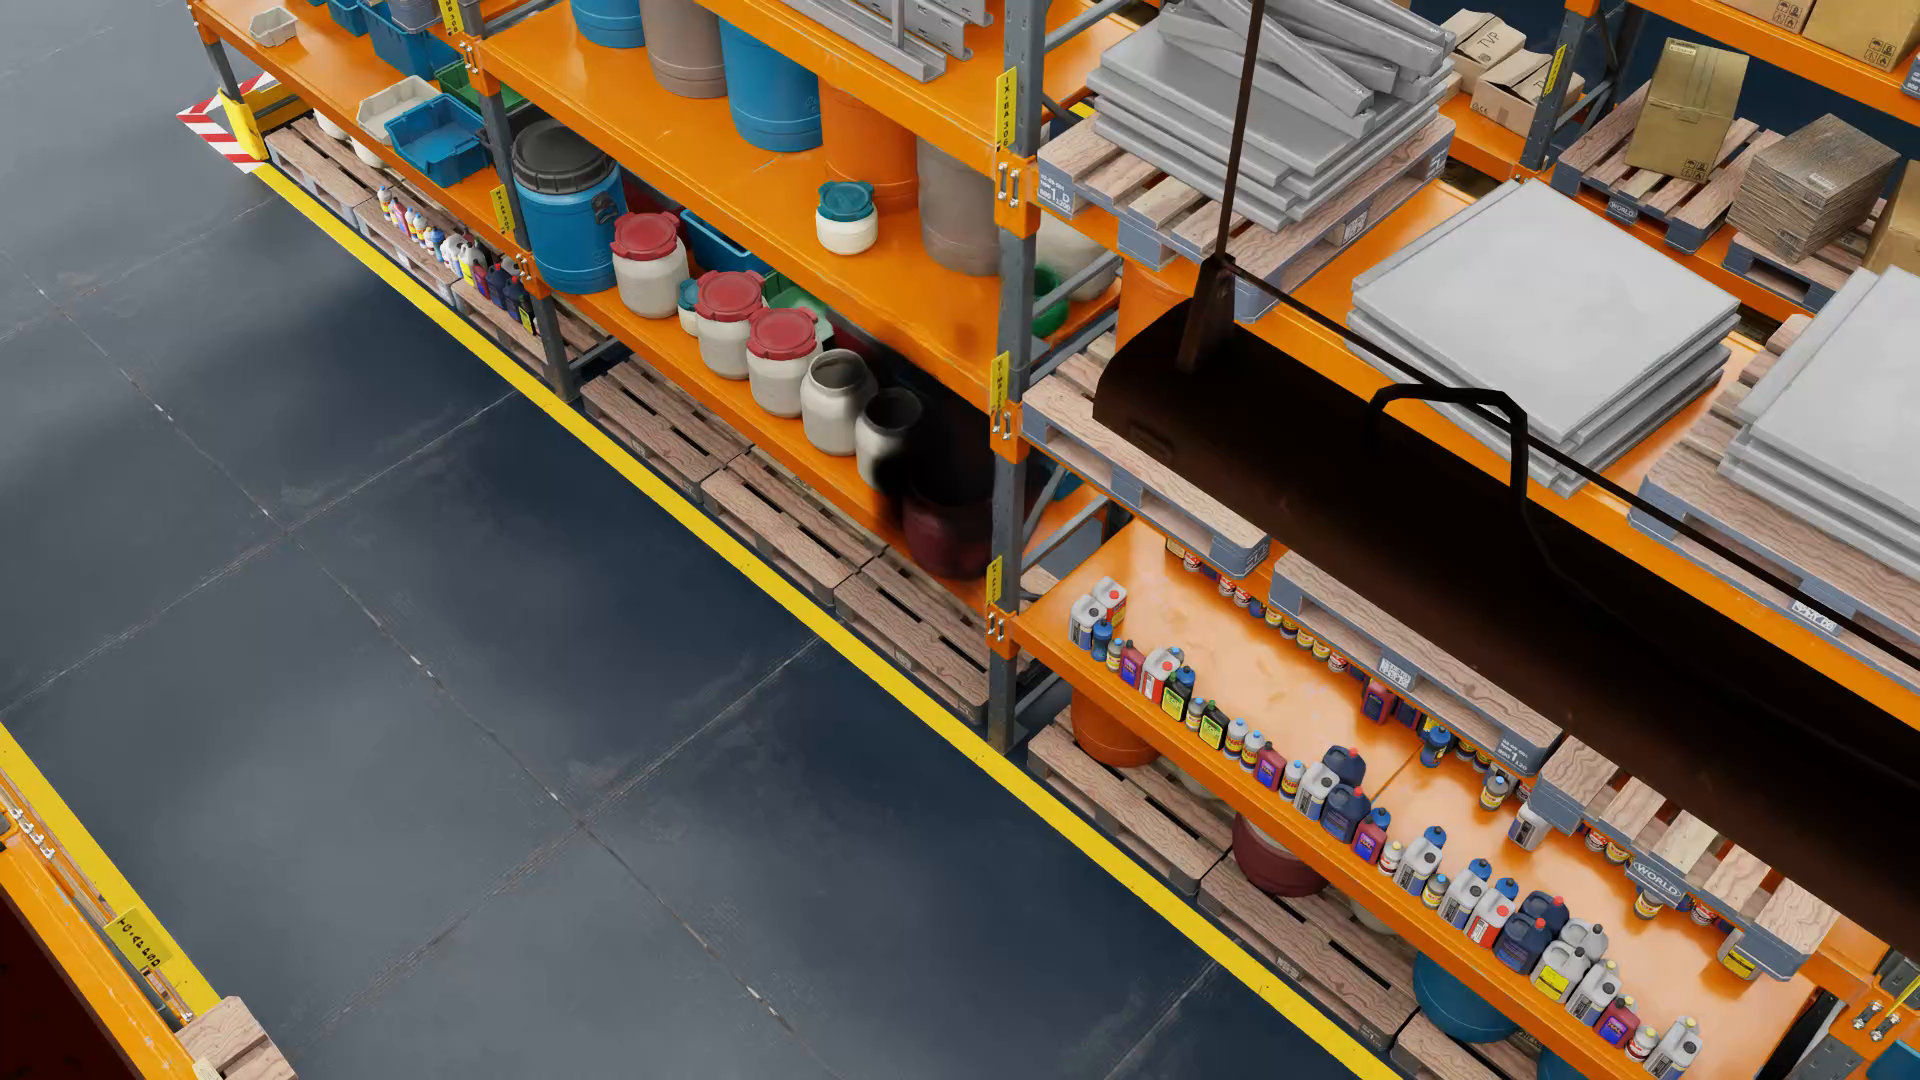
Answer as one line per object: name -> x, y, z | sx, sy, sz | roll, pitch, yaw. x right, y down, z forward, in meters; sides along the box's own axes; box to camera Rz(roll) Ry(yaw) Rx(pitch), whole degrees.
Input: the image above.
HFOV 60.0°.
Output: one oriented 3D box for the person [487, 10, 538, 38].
person -> -3.841, -4.620, 13.150 | 0.755, 1.753, 0.735 | 17, 52, 14
